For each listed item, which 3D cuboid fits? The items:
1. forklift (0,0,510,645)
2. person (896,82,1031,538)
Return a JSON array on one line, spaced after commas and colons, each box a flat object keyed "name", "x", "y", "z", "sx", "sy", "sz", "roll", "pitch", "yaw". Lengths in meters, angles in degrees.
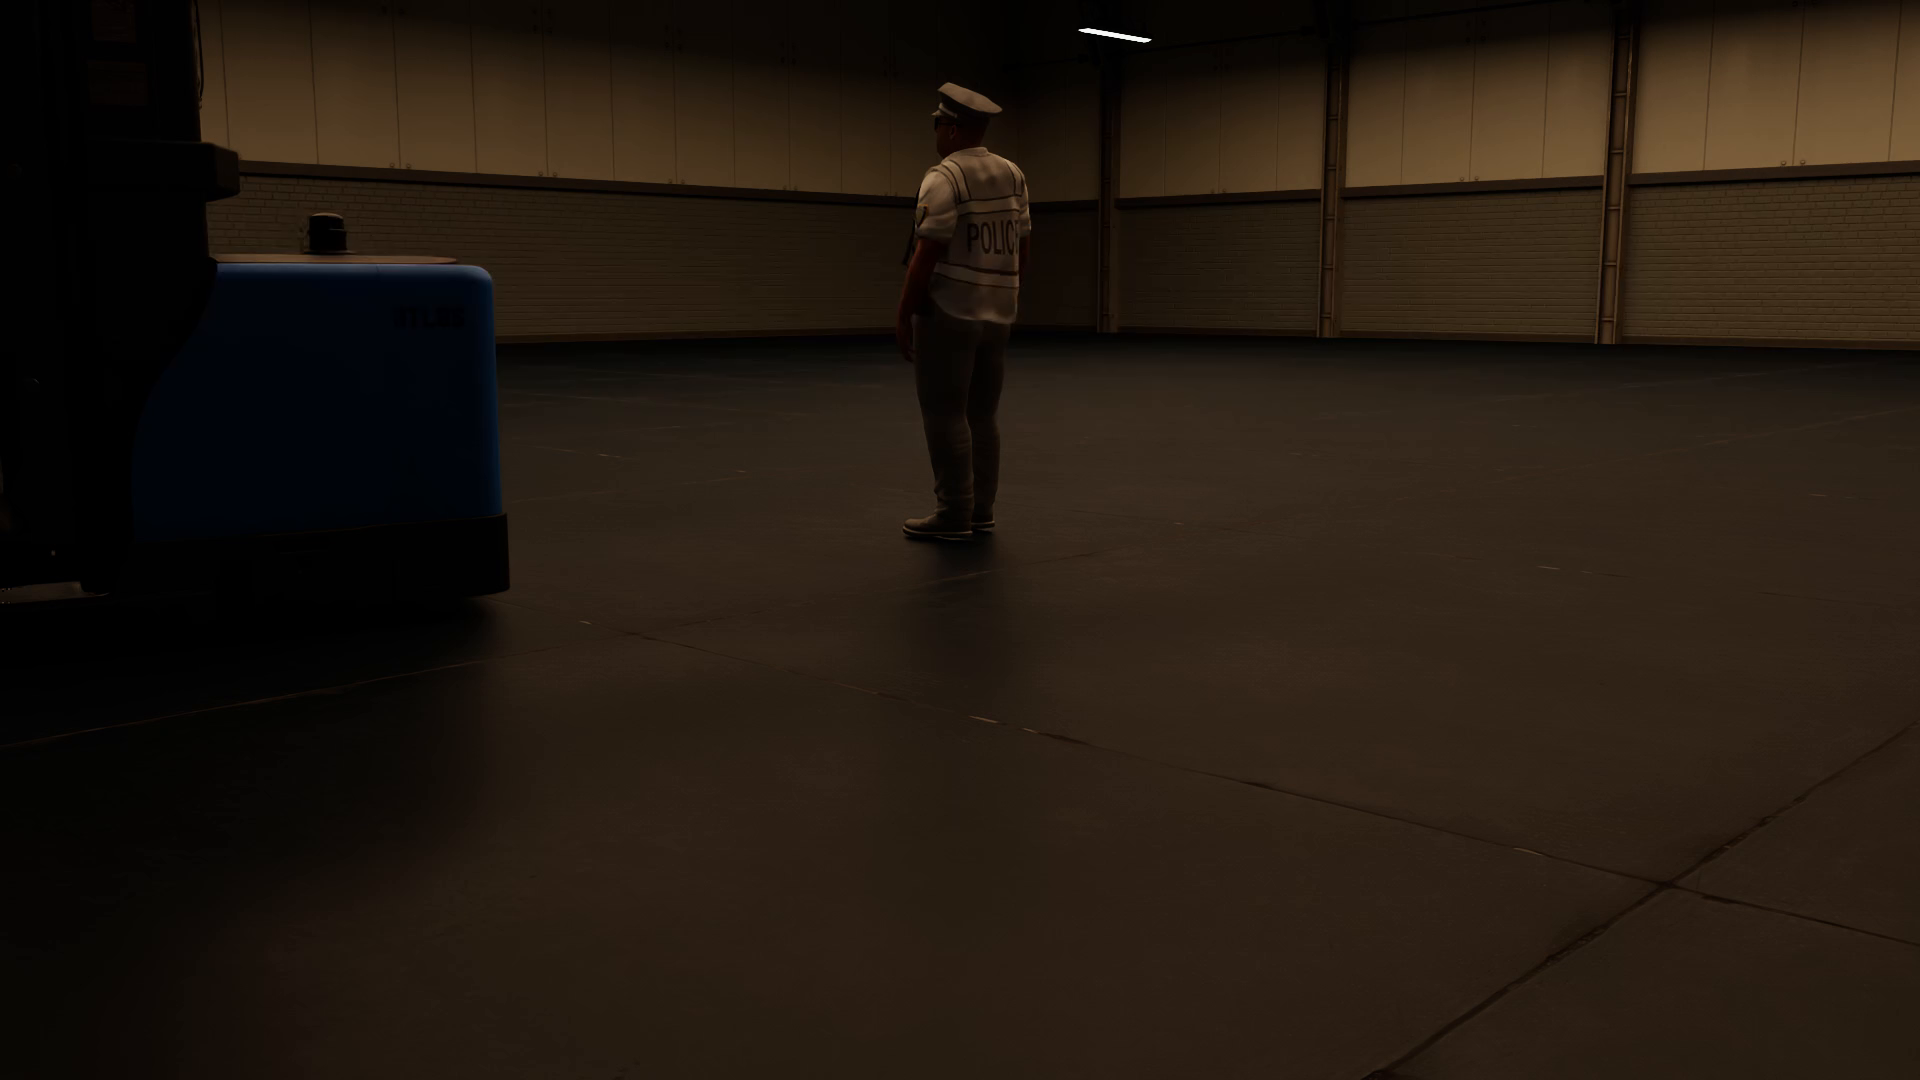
[{"name": "forklift", "x": -2.929, "y": -1.162, "z": 4.589, "sx": 3.031, "sy": 2.935, "sz": 1.130, "roll": -5, "pitch": 10, "yaw": -32}, {"name": "person", "x": -0.048, "y": -0.897, "z": 6.645, "sx": 0.574, "sy": 1.779, "sz": 0.641, "roll": 8, "pitch": 12, "yaw": 43}]
